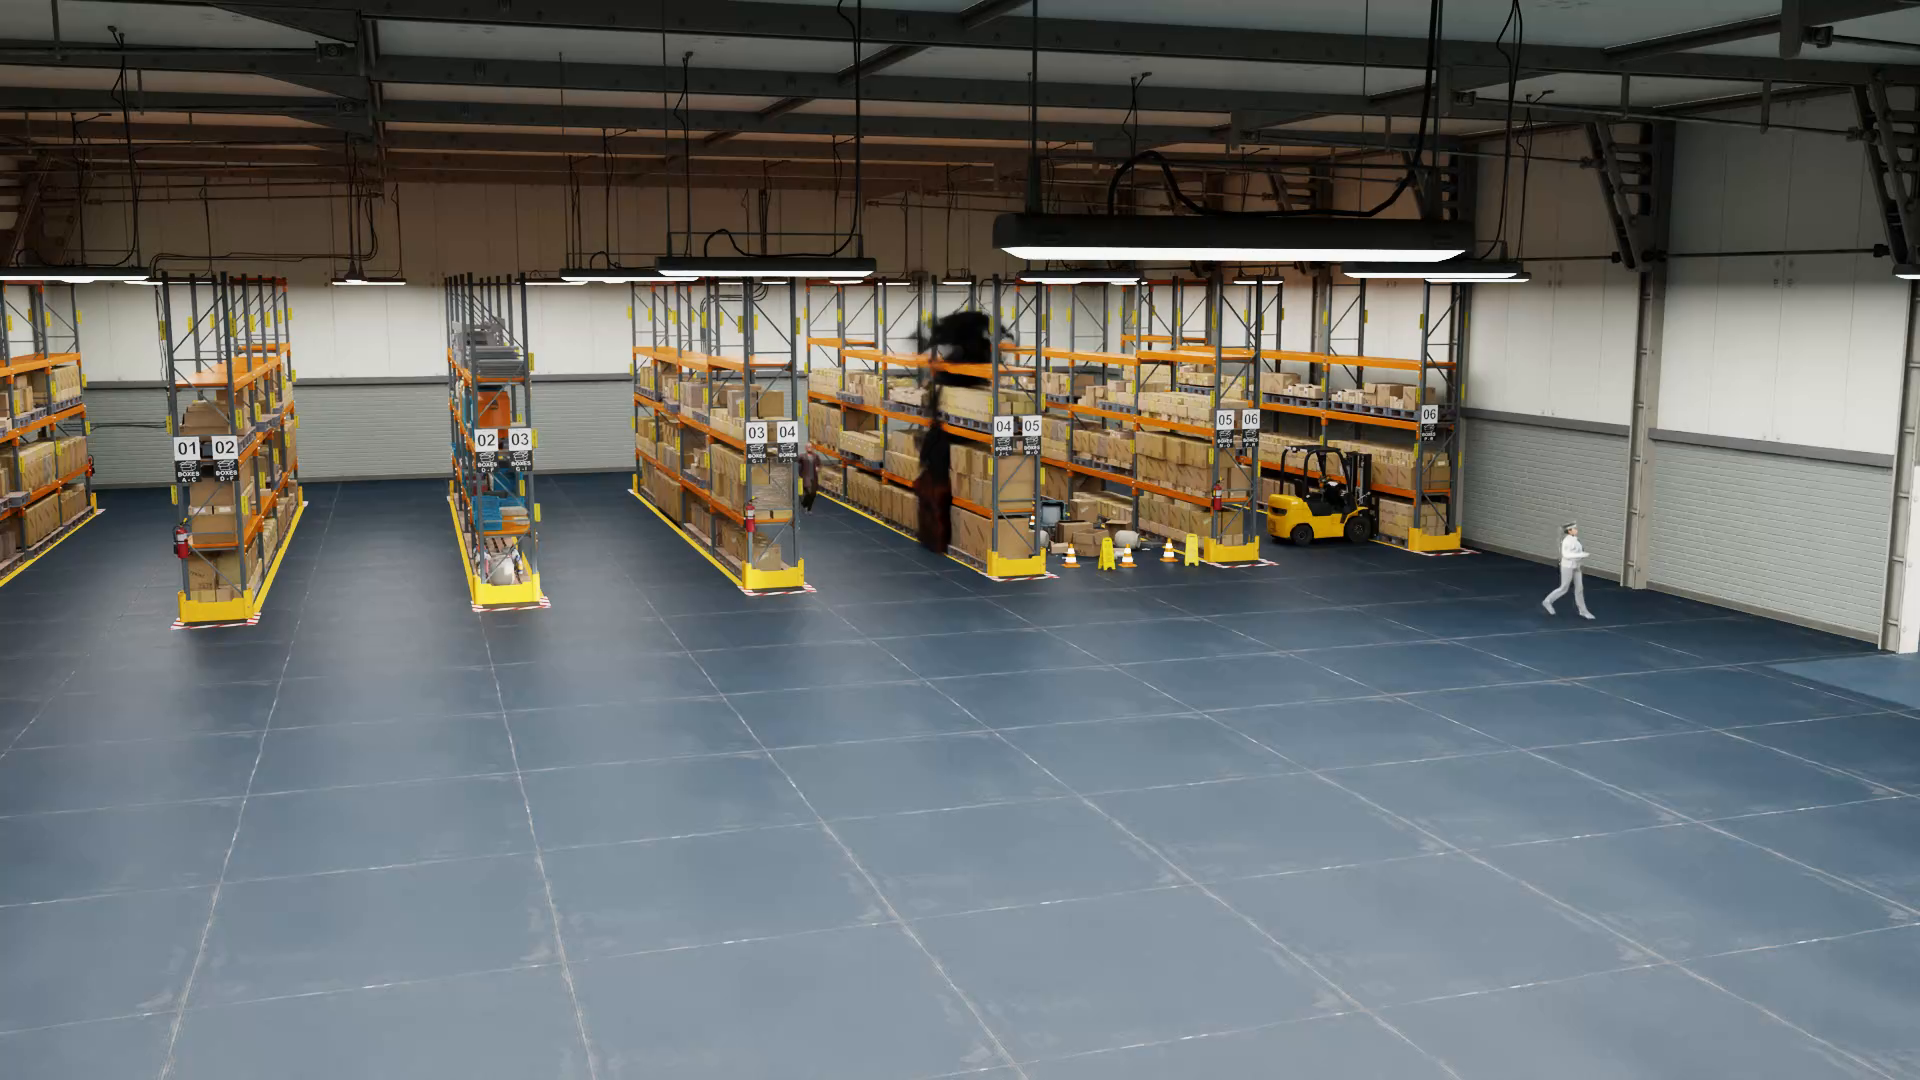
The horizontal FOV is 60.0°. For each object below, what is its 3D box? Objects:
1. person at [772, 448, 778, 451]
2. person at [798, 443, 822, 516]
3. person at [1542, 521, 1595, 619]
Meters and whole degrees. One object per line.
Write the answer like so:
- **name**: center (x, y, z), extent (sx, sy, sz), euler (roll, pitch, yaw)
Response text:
- **person**: center (-5.008, -2.101, 46.668), extent (0.732, 1.631, 0.887), euler (-1, 9, -9)
- **person**: center (-3.620, -1.455, 40.048), extent (0.692, 1.765, 0.656), euler (-5, 10, -29)
- **person**: center (10.629, 0.497, 28.937), extent (0.910, 1.688, 0.610), euler (8, 12, 42)
